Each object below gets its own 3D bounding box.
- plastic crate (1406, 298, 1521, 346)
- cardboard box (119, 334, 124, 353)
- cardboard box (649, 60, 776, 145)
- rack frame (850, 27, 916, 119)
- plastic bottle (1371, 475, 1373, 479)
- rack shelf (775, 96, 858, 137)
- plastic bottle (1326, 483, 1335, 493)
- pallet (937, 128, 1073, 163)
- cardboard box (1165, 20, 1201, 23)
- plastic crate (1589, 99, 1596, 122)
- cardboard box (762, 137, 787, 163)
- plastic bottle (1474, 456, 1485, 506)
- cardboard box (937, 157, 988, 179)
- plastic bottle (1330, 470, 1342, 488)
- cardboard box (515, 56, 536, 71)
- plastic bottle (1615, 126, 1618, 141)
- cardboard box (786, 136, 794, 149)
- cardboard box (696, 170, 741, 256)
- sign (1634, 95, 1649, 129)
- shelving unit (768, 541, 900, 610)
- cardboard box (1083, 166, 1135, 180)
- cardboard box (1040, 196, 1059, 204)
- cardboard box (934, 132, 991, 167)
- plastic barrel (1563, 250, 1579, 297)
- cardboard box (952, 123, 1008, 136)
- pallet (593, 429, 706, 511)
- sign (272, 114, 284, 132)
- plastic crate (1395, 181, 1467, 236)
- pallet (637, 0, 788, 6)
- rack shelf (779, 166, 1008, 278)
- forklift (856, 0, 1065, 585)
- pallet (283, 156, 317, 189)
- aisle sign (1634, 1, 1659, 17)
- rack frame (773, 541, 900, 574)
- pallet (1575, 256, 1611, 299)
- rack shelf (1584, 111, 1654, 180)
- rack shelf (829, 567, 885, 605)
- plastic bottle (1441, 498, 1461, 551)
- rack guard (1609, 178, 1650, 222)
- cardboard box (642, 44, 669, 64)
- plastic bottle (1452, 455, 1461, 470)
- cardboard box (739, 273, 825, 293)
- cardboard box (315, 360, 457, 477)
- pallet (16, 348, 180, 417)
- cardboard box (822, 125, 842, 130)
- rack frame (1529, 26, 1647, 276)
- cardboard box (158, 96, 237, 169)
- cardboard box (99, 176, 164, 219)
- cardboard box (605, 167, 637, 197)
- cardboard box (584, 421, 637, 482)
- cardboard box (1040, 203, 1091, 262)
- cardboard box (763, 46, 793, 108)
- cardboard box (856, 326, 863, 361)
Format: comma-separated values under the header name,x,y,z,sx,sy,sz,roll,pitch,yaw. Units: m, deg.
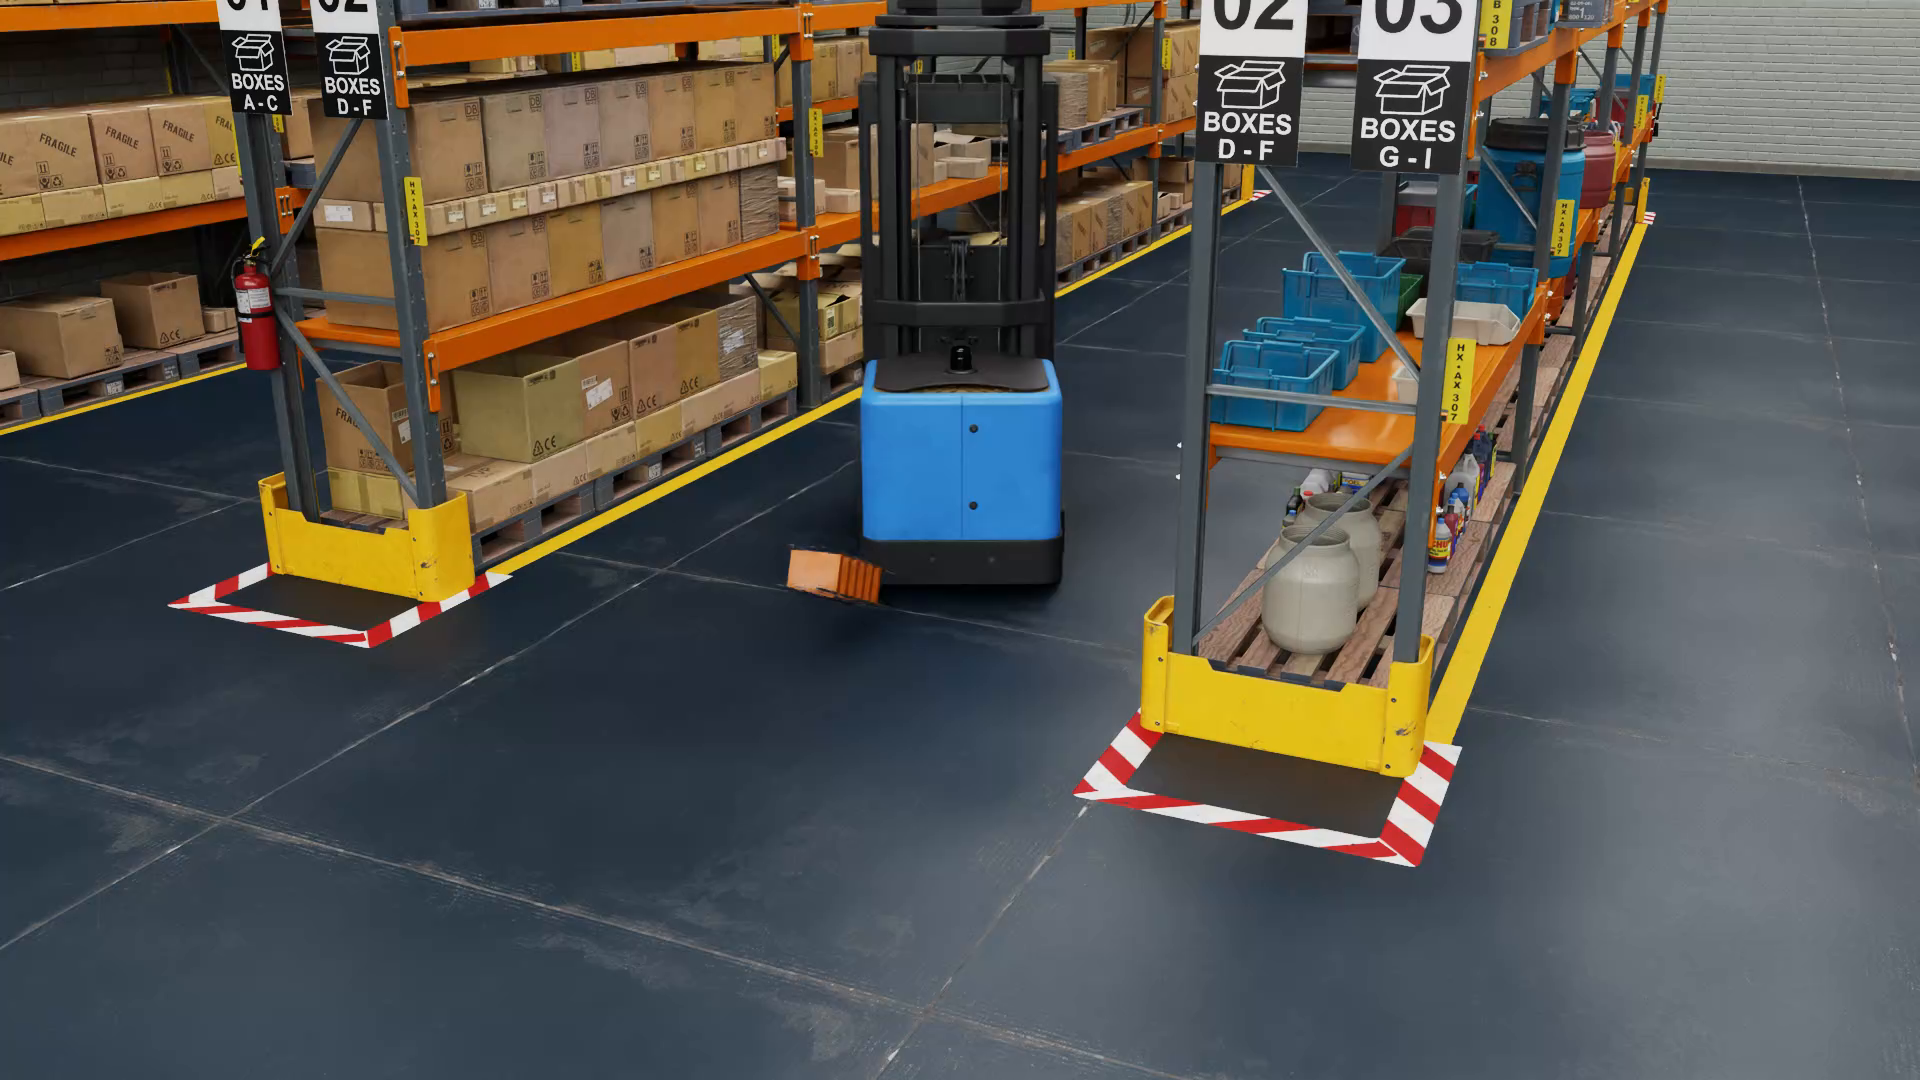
name,x,y,z,sx,sy,sz,roll,pitch,yaw
plastic crate,2.580,-1.112,8.512,0.530,0.136,0.437,9,21,23
cardboard box,-6.698,-1.505,12.821,0.380,0.149,0.250,7,21,18
cardboard box,-1.680,-2.970,11.258,0.700,0.500,0.500,9,21,23
rack frame,-1.111,-6.795,24.099,1.000,3.000,0.127,9,21,23
plastic bottle,2.355,-0.438,9.640,0.097,0.271,0.097,0,20,0
rack shelf,-1.930,-5.845,22.500,1.077,0.370,4.000,9,21,23
plastic bottle,1.953,-0.152,8.818,0.061,0.283,0.133,9,21,23
pallet,0.348,-3.797,15.956,1.213,0.211,1.003,9,21,23
cardboard box,2.781,-6.374,21.274,0.500,0.500,0.500,9,21,23
plastic crate,7.083,-4.627,18.089,0.437,0.282,0.530,9,21,23
cardboard box,-1.420,-2.688,11.434,0.380,0.149,0.250,9,21,23
plastic bottle,2.906,-0.344,9.357,0.061,0.283,0.133,10,22,26
cardboard box,0.018,-3.240,14.477,0.380,0.149,0.250,9,21,23
plastic bottle,2.053,-0.349,9.270,0.144,0.351,0.185,8,21,22
cardboard box,-4.501,-4.800,16.715,0.380,0.149,0.250,6,20,16
plastic bottle,6.273,-3.878,16.081,0.152,0.276,0.135,9,21,23
cardboard box,-2.042,-5.192,21.728,0.380,0.149,0.250,9,22,25
cardboard box,-1.890,-2.197,11.019,0.700,0.500,0.500,8,21,22
sign,6.791,-4.267,16.578,0.100,0.325,0.005,9,21,23
shelving unit,-0.578,0.180,7.924,0.258,0.189,1.200,5,-5,15
cardboard box,1.747,-4.136,19.697,0.500,0.500,0.500,9,21,23
cardboard box,0.724,-3.338,17.452,0.500,0.500,0.500,8,21,21
cardboard box,-0.055,-3.524,15.033,0.500,0.311,0.500,10,22,26
plastic barrel,5.299,-2.549,15.131,0.600,0.588,0.708,9,21,23
cardboard box,0.289,-4.124,15.812,0.700,0.500,0.500,2,20,4
pallet,-2.366,-0.523,10.623,1.003,0.211,1.213,9,21,23
sign,-5.527,-3.462,13.436,0.100,0.325,0.005,9,21,23
plastic crate,2.933,-1.987,10.485,0.402,0.464,0.583,9,21,23
pallet,-1.830,-3.555,10.645,1.003,0.211,1.213,9,21,23
rack shelf,-0.685,-2.721,13.716,1.077,0.370,4.000,9,21,23
forklift,-0.013,-1.590,9.566,1.130,2.935,3.031,0,20,-1
pallet,-5.579,-3.250,14.417,1.003,0.211,1.213,9,21,23
aisle sign,8.224,-6.642,19.790,0.394,0.787,0.004,9,21,23
rack frame,-0.568,0.090,7.933,0.240,0.006,1.200,5,-5,15
pallet,5.936,-2.669,16.658,1.003,0.211,1.213,9,21,23
rack shelf,7.109,-4.485,18.678,1.077,0.370,4.000,9,21,23
rack shelf,-0.509,0.213,8.198,0.258,0.180,0.103,5,-5,15
plastic bottle,2.543,-0.083,8.640,0.097,0.271,0.097,0,20,0
rack guard,7.926,-4.267,20.721,1.175,0.500,0.348,9,21,23
cardboard box,-3.545,-5.321,18.211,0.500,0.250,0.500,9,21,23
plastic bottle,2.789,-0.409,9.550,0.152,0.276,0.135,9,21,23
cardboard box,-1.392,-1.938,13.081,0.500,0.311,0.500,9,22,24
cardboard box,-3.194,-0.686,9.278,0.500,0.500,0.500,9,21,23
pallet,-6.766,-1.228,12.608,1.003,0.211,1.213,9,21,23
cardboard box,-1.851,-5.649,23.013,0.380,0.149,0.250,9,21,23
rack frame,6.290,-4.213,16.838,1.000,3.000,0.127,9,21,23
cardboard box,-5.936,-3.232,13.154,0.500,0.500,0.500,8,21,23
cardboard box,-6.346,-2.572,12.418,0.500,0.250,0.500,8,21,22
cardboard box,-2.154,-2.138,9.887,0.380,0.149,0.250,9,21,23
cardboard box,-2.313,-0.567,10.064,0.500,0.250,0.500,9,21,23
cardboard box,1.000,-3.114,16.822,0.500,0.500,0.500,8,21,22
cardboard box,-2.512,-5.877,21.070,0.980,0.700,0.700,9,21,24
cardboard box,-0.902,-1.596,12.956,0.500,0.250,0.500,9,22,24
